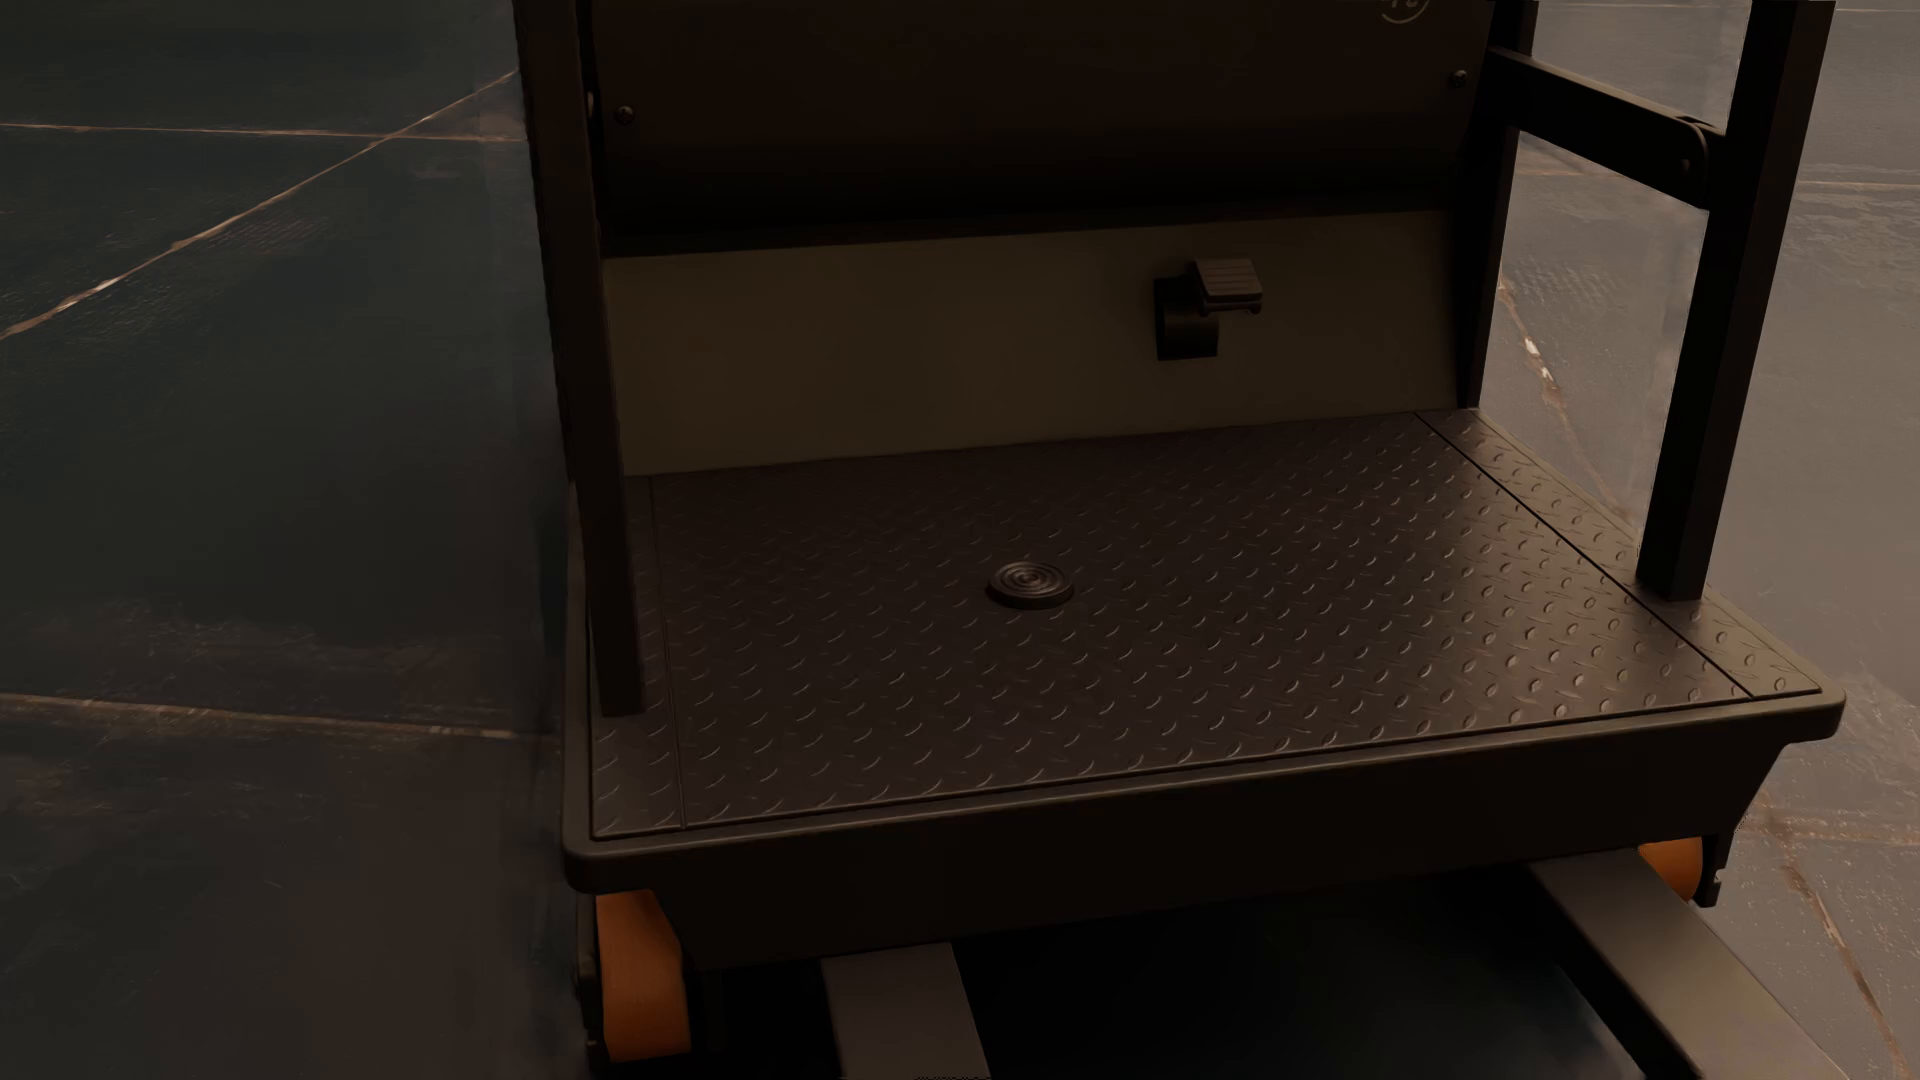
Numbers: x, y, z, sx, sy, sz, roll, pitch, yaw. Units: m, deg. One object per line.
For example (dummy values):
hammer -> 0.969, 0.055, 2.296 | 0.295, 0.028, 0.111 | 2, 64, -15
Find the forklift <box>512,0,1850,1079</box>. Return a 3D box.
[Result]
forklift -> 0.141, -1.013, 1.247 | 1.130, 2.935, 3.031 | -5, 27, -10
